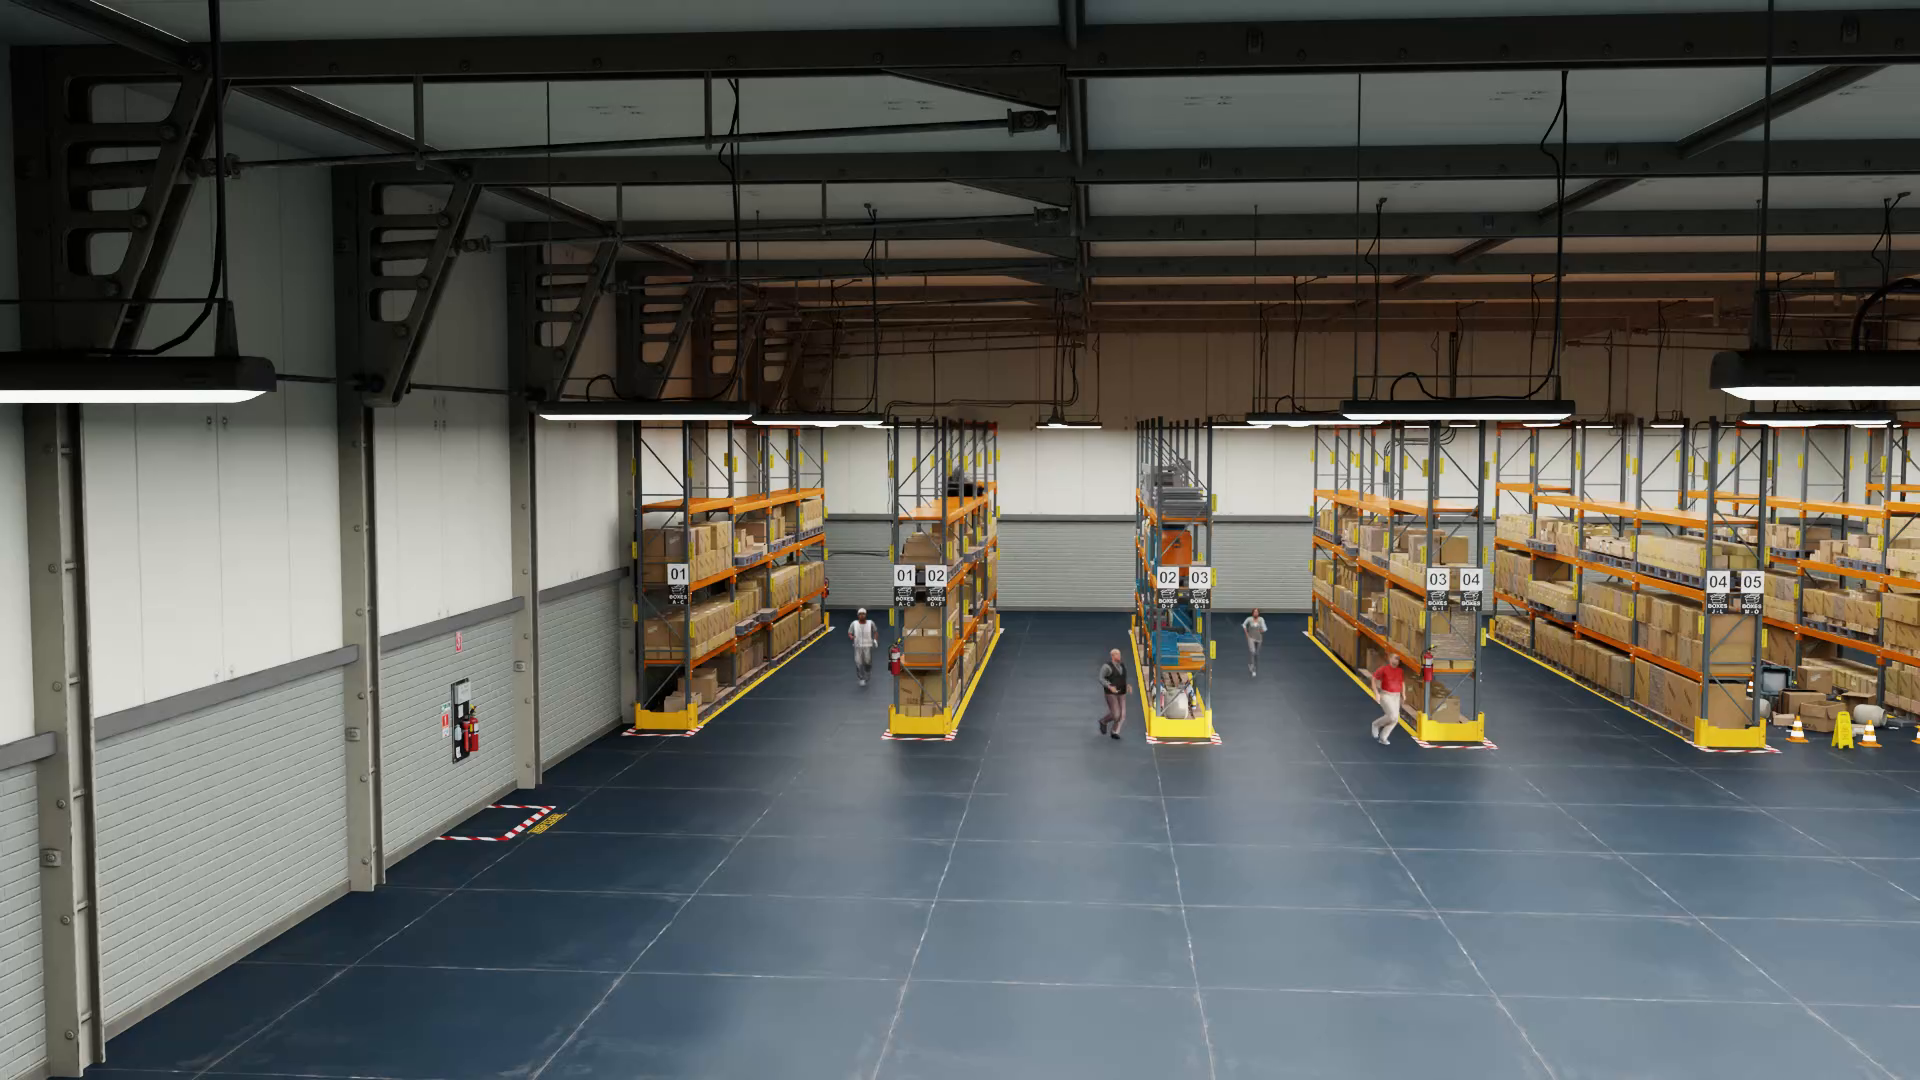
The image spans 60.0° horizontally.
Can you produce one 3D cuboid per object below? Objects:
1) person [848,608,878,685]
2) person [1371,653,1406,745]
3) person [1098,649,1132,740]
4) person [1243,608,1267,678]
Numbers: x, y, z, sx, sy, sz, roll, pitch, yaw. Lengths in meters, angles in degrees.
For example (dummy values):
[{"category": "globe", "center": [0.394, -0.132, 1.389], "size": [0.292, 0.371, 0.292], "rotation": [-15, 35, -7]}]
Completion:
[{"category": "person", "center": [-2.183, 2.410, 37.382], "size": [0.678, 1.739, 0.583], "rotation": [0, 4, -3]}, {"category": "person", "center": [7.924, 2.907, 30.492], "size": [0.696, 1.650, 0.542], "rotation": [-2, 4, -27]}, {"category": "person", "center": [2.877, 2.863, 30.924], "size": [0.646, 1.677, 0.580], "rotation": [-3, 5, -34]}, {"category": "person", "center": [6.918, 2.391, 38.991], "size": [0.507, 1.634, 0.898], "rotation": [0, 4, -6]}]
